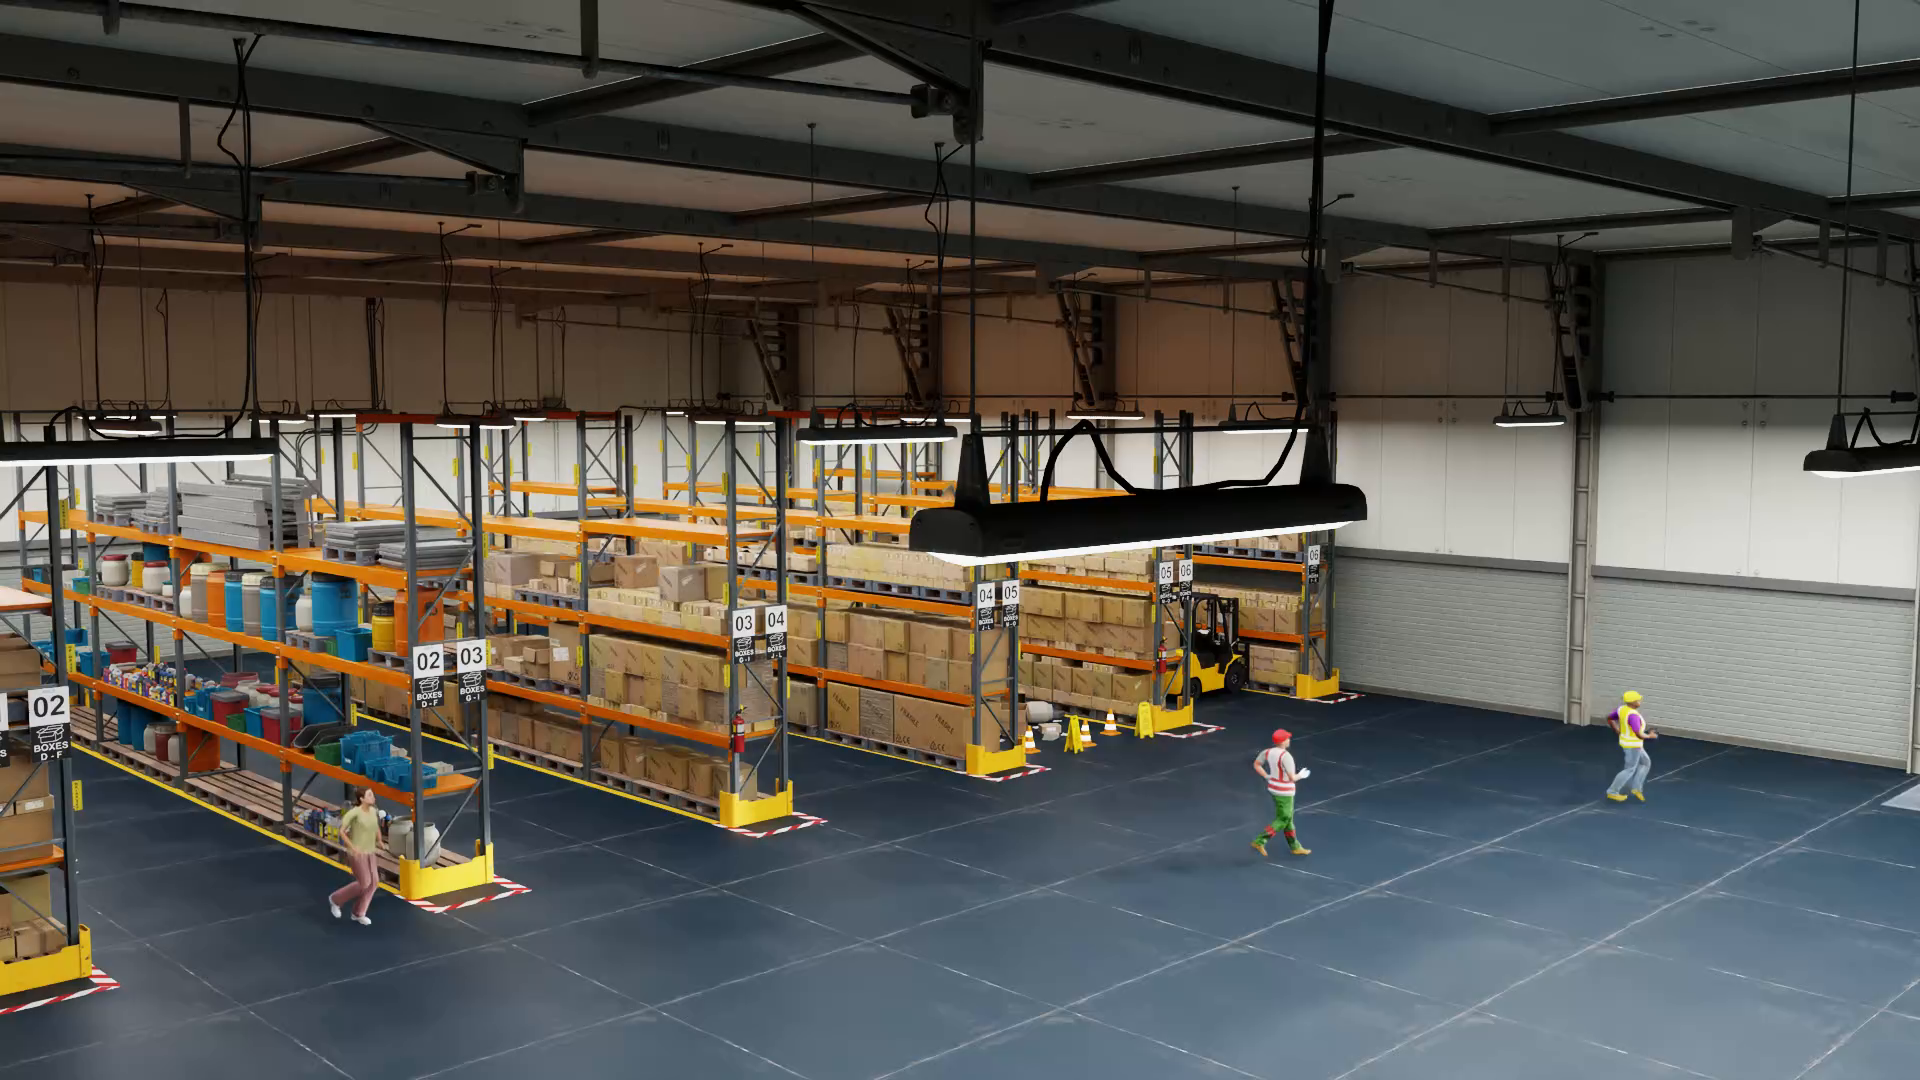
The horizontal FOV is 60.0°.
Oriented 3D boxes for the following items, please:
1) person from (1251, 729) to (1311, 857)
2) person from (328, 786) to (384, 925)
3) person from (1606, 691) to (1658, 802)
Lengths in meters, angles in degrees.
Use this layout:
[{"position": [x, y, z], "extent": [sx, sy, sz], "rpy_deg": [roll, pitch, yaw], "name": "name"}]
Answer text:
[{"position": [4.372, 3.445, 22.595], "extent": [0.985, 1.776, 0.654], "rpy_deg": [-2, 5, -21], "name": "person"}, {"position": [-7.266, 3.782, 20.143], "extent": [0.570, 1.631, 0.625], "rpy_deg": [2, 5, 20], "name": "person"}, {"position": [10.456, 3.227, 25.898], "extent": [0.734, 1.790, 0.707], "rpy_deg": [1, 5, 6], "name": "person"}]
